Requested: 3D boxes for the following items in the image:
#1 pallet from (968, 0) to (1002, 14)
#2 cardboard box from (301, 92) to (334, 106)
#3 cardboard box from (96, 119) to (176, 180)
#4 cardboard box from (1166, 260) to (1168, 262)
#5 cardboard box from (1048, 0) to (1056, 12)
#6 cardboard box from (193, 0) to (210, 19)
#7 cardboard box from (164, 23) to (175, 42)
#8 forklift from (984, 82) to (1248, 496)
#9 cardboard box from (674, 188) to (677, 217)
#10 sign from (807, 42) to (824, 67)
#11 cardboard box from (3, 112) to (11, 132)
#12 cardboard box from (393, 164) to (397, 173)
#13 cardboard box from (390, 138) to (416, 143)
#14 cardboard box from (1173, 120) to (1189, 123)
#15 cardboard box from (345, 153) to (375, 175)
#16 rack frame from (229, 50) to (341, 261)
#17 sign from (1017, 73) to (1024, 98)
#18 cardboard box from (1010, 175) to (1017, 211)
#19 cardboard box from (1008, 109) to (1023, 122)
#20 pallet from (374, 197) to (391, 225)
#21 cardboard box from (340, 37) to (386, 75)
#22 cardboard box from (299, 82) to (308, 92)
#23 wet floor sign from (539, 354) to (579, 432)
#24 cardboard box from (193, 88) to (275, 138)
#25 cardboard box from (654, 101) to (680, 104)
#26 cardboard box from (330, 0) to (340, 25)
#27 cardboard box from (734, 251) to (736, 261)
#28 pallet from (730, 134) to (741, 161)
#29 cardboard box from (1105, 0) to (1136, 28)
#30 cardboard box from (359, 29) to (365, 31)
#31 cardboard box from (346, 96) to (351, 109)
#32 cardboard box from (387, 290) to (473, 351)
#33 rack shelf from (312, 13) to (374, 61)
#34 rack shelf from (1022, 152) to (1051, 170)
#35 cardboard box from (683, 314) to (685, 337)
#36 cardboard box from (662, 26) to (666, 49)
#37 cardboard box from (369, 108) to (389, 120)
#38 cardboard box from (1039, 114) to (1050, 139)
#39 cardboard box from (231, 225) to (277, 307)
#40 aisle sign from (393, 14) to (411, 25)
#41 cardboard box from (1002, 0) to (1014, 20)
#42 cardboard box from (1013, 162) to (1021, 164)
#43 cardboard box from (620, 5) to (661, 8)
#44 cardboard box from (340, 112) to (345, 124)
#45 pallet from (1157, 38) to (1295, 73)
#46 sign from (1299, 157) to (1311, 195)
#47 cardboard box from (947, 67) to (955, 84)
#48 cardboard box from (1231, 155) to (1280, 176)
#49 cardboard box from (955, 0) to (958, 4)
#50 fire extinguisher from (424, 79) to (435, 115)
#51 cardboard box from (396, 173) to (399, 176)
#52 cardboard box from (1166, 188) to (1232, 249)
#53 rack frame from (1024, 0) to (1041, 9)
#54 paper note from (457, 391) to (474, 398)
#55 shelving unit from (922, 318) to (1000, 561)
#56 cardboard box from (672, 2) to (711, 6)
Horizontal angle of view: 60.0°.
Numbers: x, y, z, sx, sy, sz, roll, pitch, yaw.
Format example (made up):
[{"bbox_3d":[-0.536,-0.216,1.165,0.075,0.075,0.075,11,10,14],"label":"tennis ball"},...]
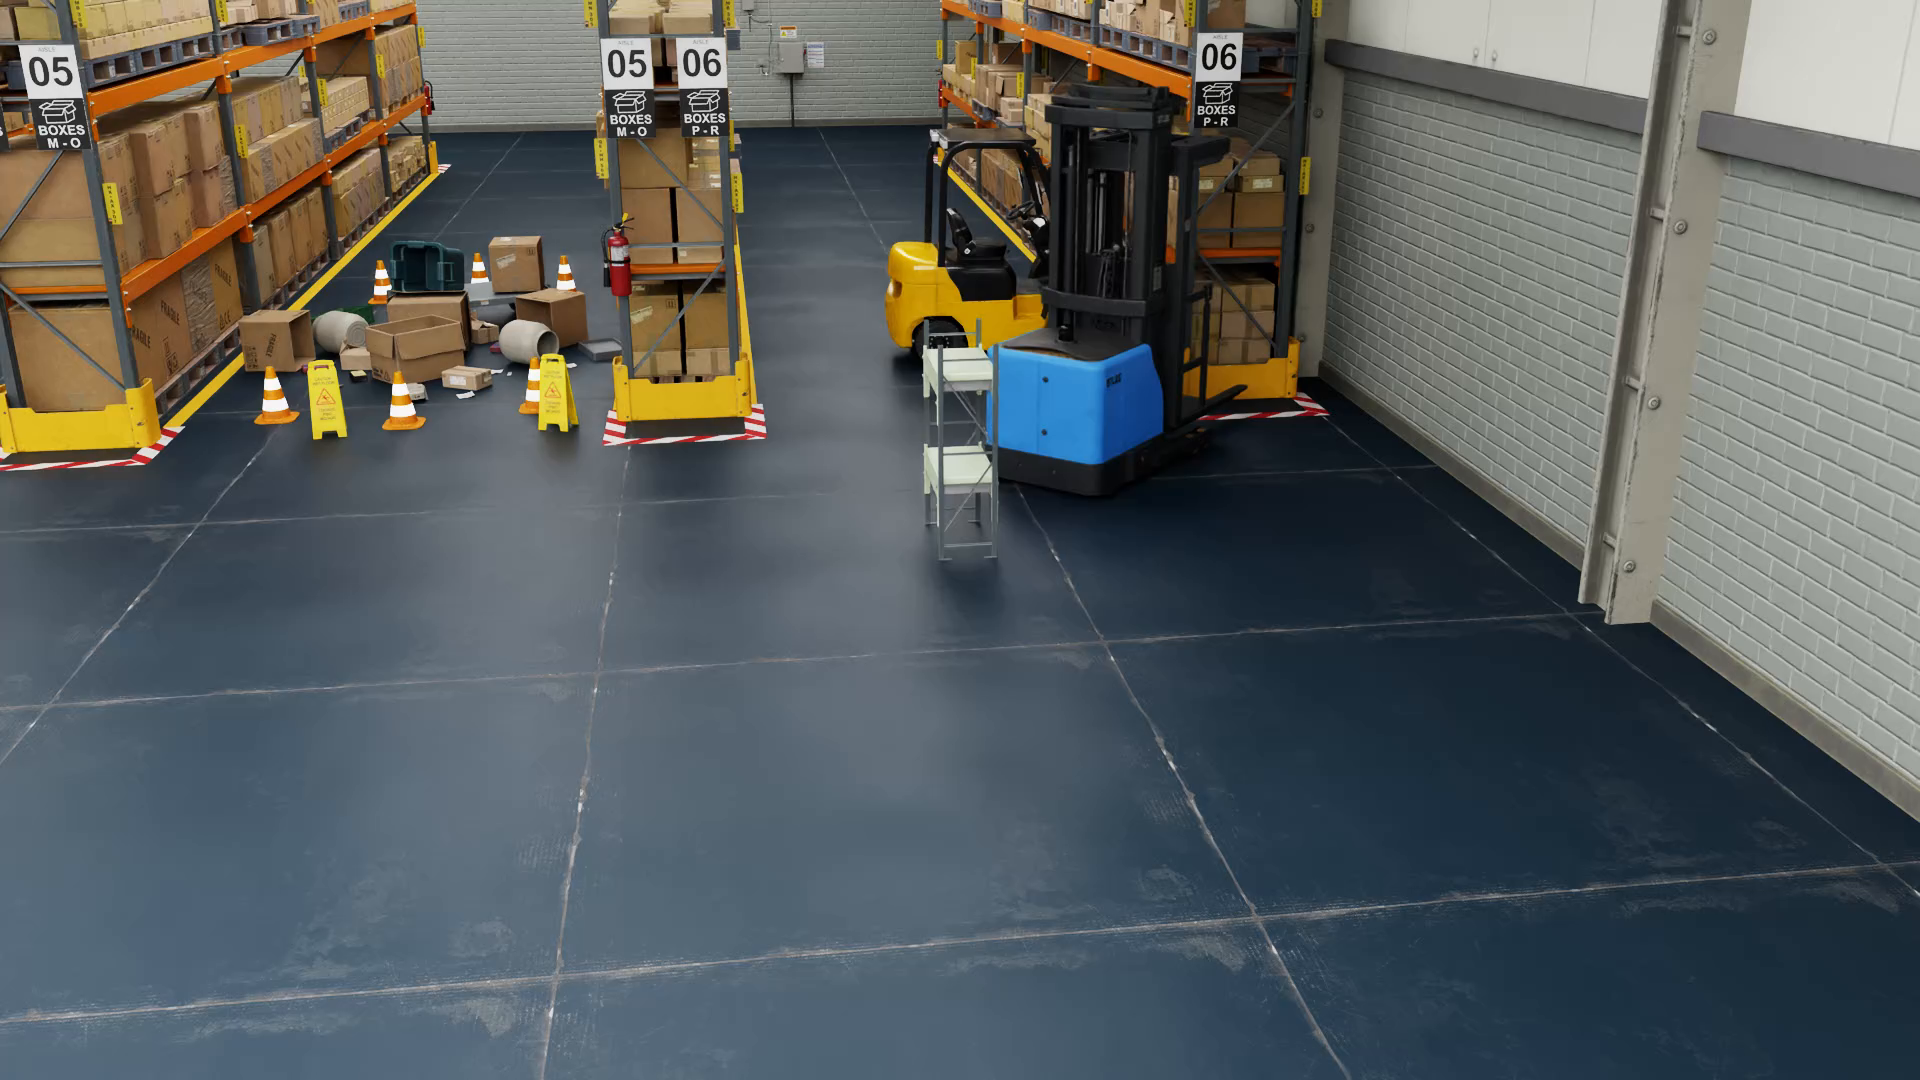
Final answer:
[{"bbox_3d":[0.783,-7.991,24.806,1.213,0.211,1.003,-3,21,-8],"label":"pallet"},{"bbox_3d":[-8.445,-5.779,21.812,0.380,0.149,0.250,-4,21,-10],"label":"cardboard box"},{"bbox_3d":[-7.644,-3.482,14.995,0.875,0.550,0.500,-3,21,-8],"label":"cardboard box"},{"bbox_3d":[1.952,-2.620,16.344,0.500,0.250,0.500,-3,21,-7],"label":"cardboard box"},{"bbox_3d":[1.345,-6.598,19.923,0.500,0.500,0.500,-2,21,-6],"label":"cardboard box"},{"bbox_3d":[-7.558,-5.158,15.997,0.500,0.250,0.500,-3,21,-8],"label":"cardboard box"},{"bbox_3d":[-7.329,-4.577,15.013,0.380,0.149,0.250,-3,21,-8],"label":"cardboard box"},{"bbox_3d":[1.428,-2.160,13.310,1.130,2.935,3.031,13,24,32],"label":"forklift"},{"bbox_3d":[-2.964,-3.381,15.912,0.500,0.500,0.500,-3,21,-7],"label":"cardboard box"},{"bbox_3d":[-3.006,-10.095,34.594,0.329,0.494,0.001,-3,21,-8],"label":"sign"},{"bbox_3d":[-13.557,-5.879,23.026,0.500,0.500,0.500,-2,21,-6],"label":"cardboard box"},{"bbox_3d":[-9.004,-5.768,25.923,0.380,0.149,0.250,-4,21,-11],"label":"cardboard box"},{"bbox_3d":[-9.306,-6.631,27.808,0.380,0.149,0.250,-3,21,-7],"label":"cardboard box"},{"bbox_3d":[2.304,-4.348,17.576,0.380,0.149,0.250,-3,21,-8],"label":"cardboard box"},{"bbox_3d":[-8.618,-5.320,23.574,0.500,0.250,0.500,-2,21,-5],"label":"cardboard box"},{"bbox_3d":[-8.460,-4.982,20.768,1.000,3.000,0.127,-3,21,-8],"label":"rack frame"},{"bbox_3d":[0.800,-5.993,21.933,0.100,0.325,0.005,-3,21,-8],"label":"sign"},{"bbox_3d":[1.000,-4.854,23.396,0.500,0.500,0.500,-3,21,-9],"label":"cardboard box"},{"bbox_3d":[0.861,-5.806,22.732,0.380,0.149,0.250,-3,21,-7],"label":"cardboard box"},{"bbox_3d":[-8.923,-4.791,24.243,1.003,0.211,1.213,-3,21,-8],"label":"pallet"},{"bbox_3d":[-8.860,-7.190,24.683,0.500,0.500,0.500,-2,21,-6],"label":"cardboard box"},{"bbox_3d":[-9.320,-6.294,23.188,0.380,0.149,0.250,-3,21,-8],"label":"cardboard box"},{"bbox_3d":[-3.454,-1.274,14.206,0.267,0.644,0.232,4,21,11],"label":"wet floor sign"},{"bbox_3d":[-8.181,-4.812,18.741,0.700,0.500,0.500,-3,21,-8],"label":"cardboard box"},{"bbox_3d":[-3.053,-4.020,16.195,0.700,0.500,0.500,-3,21,-9],"label":"cardboard box"},{"bbox_3d":[-8.435,-6.991,21.717,0.500,0.500,0.500,-3,21,-8],"label":"cardboard box"},{"bbox_3d":[-2.499,-2.598,16.642,0.500,0.500,0.500,-2,21,-5],"label":"cardboard box"},{"bbox_3d":[-3.368,-4.936,20.918,1.213,0.211,1.003,-3,21,-8],"label":"pallet"},{"bbox_3d":[1.791,-5.440,17.092,0.500,0.311,0.500,-2,21,-7],"label":"cardboard box"},{"bbox_3d":[-9.679,-7.882,26.536,0.500,0.500,0.500,-3,21,-9],"label":"cardboard box"},{"bbox_3d":[-8.590,-6.001,22.831,0.380,0.149,0.250,-3,21,-8],"label":"cardboard box"},{"bbox_3d":[-5.324,-2.195,16.679,0.797,0.637,0.503,-3,21,-8],"label":"cardboard box"},{"bbox_3d":[-8.748,-6.743,22.223,1.077,0.370,4.000,-3,21,-8],"label":"rack shelf"},{"bbox_3d":[1.624,-4.489,20.476,1.077,0.370,4.000,-3,21,-8],"label":"rack shelf"},{"bbox_3d":[-3.014,-2.205,16.662,0.500,0.250,0.500,-3,21,-8],"label":"cardboard box"},{"bbox_3d":[-2.914,-4.488,14.948,0.500,0.250,0.500,-2,21,-6],"label":"cardboard box"},{"bbox_3d":[-8.753,-6.364,24.827,0.380,0.149,0.250,-2,21,-6],"label":"cardboard box"},{"bbox_3d":[1.286,-5.161,20.747,0.500,0.250,0.500,-3,21,-9],"label":"cardboard box"},{"bbox_3d":[-8.062,-2.950,17.944,1.050,0.750,0.750,-3,21,-8],"label":"cardboard box"},{"bbox_3d":[-9.326,-9.010,27.838,0.394,0.787,0.004,-3,21,-8],"label":"aisle sign"},{"bbox_3d":[0.876,-7.366,23.078,0.500,0.250,0.500,-3,21,-8],"label":"cardboard box"},{"bbox_3d":[0.956,-5.286,23.628,0.380,0.149,0.250,-2,21,-6],"label":"cardboard box"},{"bbox_3d":[-2.971,-4.883,15.436,0.380,0.149,0.250,-3,21,-7],"label":"cardboard box"},{"bbox_3d":[-8.518,-5.685,22.410,0.380,0.149,0.250,-3,21,-7],"label":"cardboard box"},{"bbox_3d":[2.412,-4.358,14.938,1.003,0.211,1.213,-3,21,-8],"label":"pallet"},{"bbox_3d":[3.039,-3.217,14.692,0.100,0.325,0.005,-3,21,-8],"label":"sign"},{"bbox_3d":[0.054,-8.012,28.670,0.500,0.250,0.500,-3,21,-7],"label":"cardboard box"},{"bbox_3d":[2.652,-3.366,14.945,0.380,0.149,0.250,-3,21,-9],"label":"cardboard box"},{"bbox_3d":[0.123,-8.918,27.378,0.380,0.149,0.250,-3,21,-8],"label":"cardboard box"},{"bbox_3d":[-9.192,-7.652,28.559,0.296,0.674,0.183,-3,21,-8],"label":"fire extinguisher"},{"bbox_3d":[-8.982,-5.631,25.981,0.380,0.149,0.250,-3,21,-9],"label":"cardboard box"},{"bbox_3d":[2.158,-2.953,15.191,0.500,0.500,0.500,-3,21,-9],"label":"cardboard box"},{"bbox_3d":[1.335,-8.329,21.154,1.000,3.000,0.127,-3,21,-8],"label":"rack frame"},{"bbox_3d":[-4.529,-1.333,15.241,0.148,0.019,0.142,-11,23,-26],"label":"paper note"},{"bbox_3d":[0.001,-0.700,11.448,0.431,1.500,0.755,-3,21,-8],"label":"shelving unit"},{"bbox_3d":[-2.572,-5.084,15.974,0.380,0.149,0.250,-3,21,-9],"label":"cardboard box"}]
